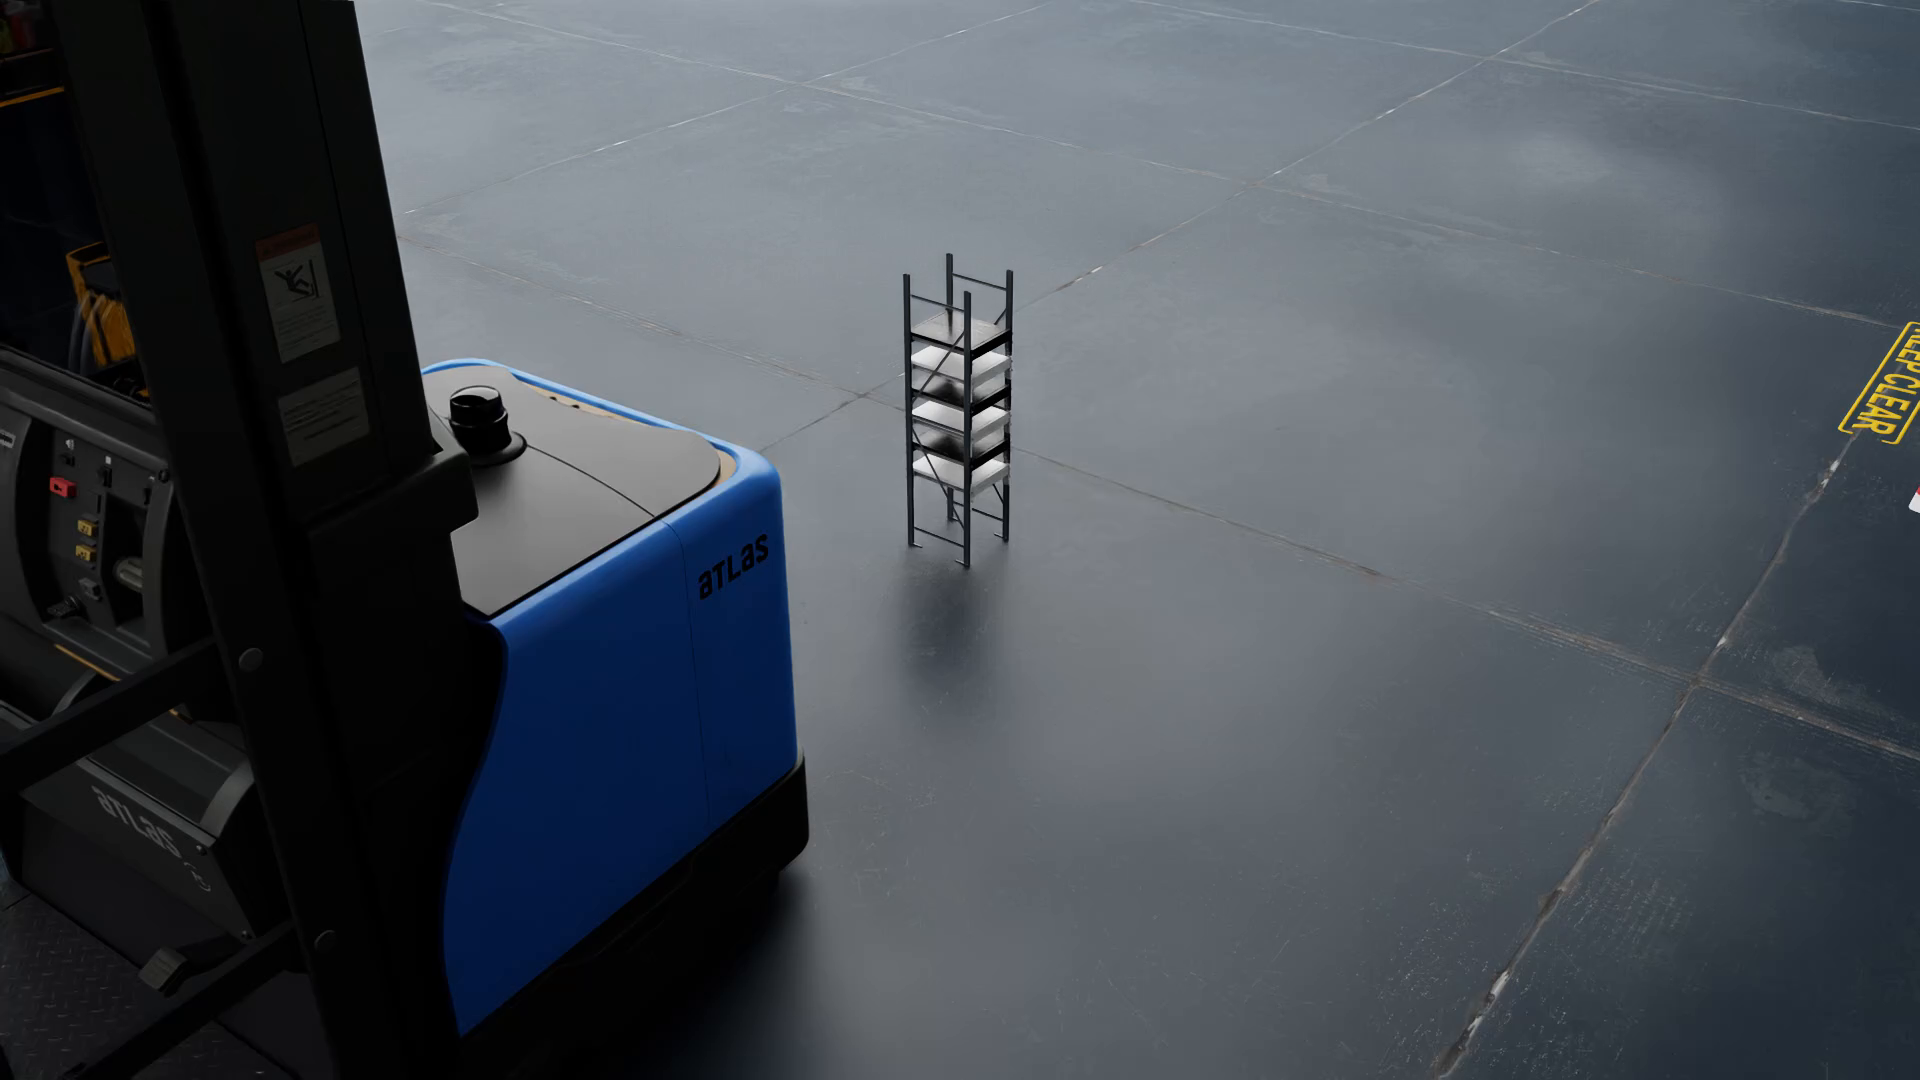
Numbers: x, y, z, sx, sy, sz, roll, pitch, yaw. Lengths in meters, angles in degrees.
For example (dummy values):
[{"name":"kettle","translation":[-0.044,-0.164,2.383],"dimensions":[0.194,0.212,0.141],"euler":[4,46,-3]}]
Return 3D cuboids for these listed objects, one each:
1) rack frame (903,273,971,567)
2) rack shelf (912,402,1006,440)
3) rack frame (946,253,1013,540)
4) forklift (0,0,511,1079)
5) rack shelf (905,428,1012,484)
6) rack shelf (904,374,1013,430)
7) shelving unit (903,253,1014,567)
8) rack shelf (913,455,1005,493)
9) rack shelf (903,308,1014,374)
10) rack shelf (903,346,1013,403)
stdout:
[{"name":"rack frame","translation":[-0.066,-0.343,4.945],"dimensions":[0.240,0.900,0.006],"euler":[21,37,31]},{"name":"rack shelf","translation":[-0.005,-0.373,5.022],"dimensions":[0.221,0.026,0.190],"euler":[21,37,31]},{"name":"rack frame","translation":[0.056,-0.425,5.085],"dimensions":[0.240,0.900,0.006],"euler":[21,37,31]},{"name":"forklift","translation":[-1.612,-0.028,2.423],"dimensions":[1.110,2.935,3.031],"euler":[19,36,29]},{"name":"rack shelf","translation":[-0.005,-0.278,5.078],"dimensions":[0.258,0.077,0.200],"euler":[21,37,31]},{"name":"rack shelf","translation":[-0.005,-0.433,4.986],"dimensions":[0.258,0.077,0.200],"euler":[21,37,31]},{"name":"shelving unit","translation":[-0.005,-0.384,5.015],"dimensions":[0.258,0.900,0.210],"euler":[21,37,31]},{"name":"rack shelf","translation":[-0.005,-0.218,5.113],"dimensions":[0.221,0.026,0.190],"euler":[21,37,31]},{"name":"rack shelf","translation":[-0.005,-0.587,4.894],"dimensions":[0.258,0.077,0.200],"euler":[21,37,31]},{"name":"rack shelf","translation":[-0.005,-0.510,4.940],"dimensions":[0.258,0.077,0.200],"euler":[21,37,31]}]
